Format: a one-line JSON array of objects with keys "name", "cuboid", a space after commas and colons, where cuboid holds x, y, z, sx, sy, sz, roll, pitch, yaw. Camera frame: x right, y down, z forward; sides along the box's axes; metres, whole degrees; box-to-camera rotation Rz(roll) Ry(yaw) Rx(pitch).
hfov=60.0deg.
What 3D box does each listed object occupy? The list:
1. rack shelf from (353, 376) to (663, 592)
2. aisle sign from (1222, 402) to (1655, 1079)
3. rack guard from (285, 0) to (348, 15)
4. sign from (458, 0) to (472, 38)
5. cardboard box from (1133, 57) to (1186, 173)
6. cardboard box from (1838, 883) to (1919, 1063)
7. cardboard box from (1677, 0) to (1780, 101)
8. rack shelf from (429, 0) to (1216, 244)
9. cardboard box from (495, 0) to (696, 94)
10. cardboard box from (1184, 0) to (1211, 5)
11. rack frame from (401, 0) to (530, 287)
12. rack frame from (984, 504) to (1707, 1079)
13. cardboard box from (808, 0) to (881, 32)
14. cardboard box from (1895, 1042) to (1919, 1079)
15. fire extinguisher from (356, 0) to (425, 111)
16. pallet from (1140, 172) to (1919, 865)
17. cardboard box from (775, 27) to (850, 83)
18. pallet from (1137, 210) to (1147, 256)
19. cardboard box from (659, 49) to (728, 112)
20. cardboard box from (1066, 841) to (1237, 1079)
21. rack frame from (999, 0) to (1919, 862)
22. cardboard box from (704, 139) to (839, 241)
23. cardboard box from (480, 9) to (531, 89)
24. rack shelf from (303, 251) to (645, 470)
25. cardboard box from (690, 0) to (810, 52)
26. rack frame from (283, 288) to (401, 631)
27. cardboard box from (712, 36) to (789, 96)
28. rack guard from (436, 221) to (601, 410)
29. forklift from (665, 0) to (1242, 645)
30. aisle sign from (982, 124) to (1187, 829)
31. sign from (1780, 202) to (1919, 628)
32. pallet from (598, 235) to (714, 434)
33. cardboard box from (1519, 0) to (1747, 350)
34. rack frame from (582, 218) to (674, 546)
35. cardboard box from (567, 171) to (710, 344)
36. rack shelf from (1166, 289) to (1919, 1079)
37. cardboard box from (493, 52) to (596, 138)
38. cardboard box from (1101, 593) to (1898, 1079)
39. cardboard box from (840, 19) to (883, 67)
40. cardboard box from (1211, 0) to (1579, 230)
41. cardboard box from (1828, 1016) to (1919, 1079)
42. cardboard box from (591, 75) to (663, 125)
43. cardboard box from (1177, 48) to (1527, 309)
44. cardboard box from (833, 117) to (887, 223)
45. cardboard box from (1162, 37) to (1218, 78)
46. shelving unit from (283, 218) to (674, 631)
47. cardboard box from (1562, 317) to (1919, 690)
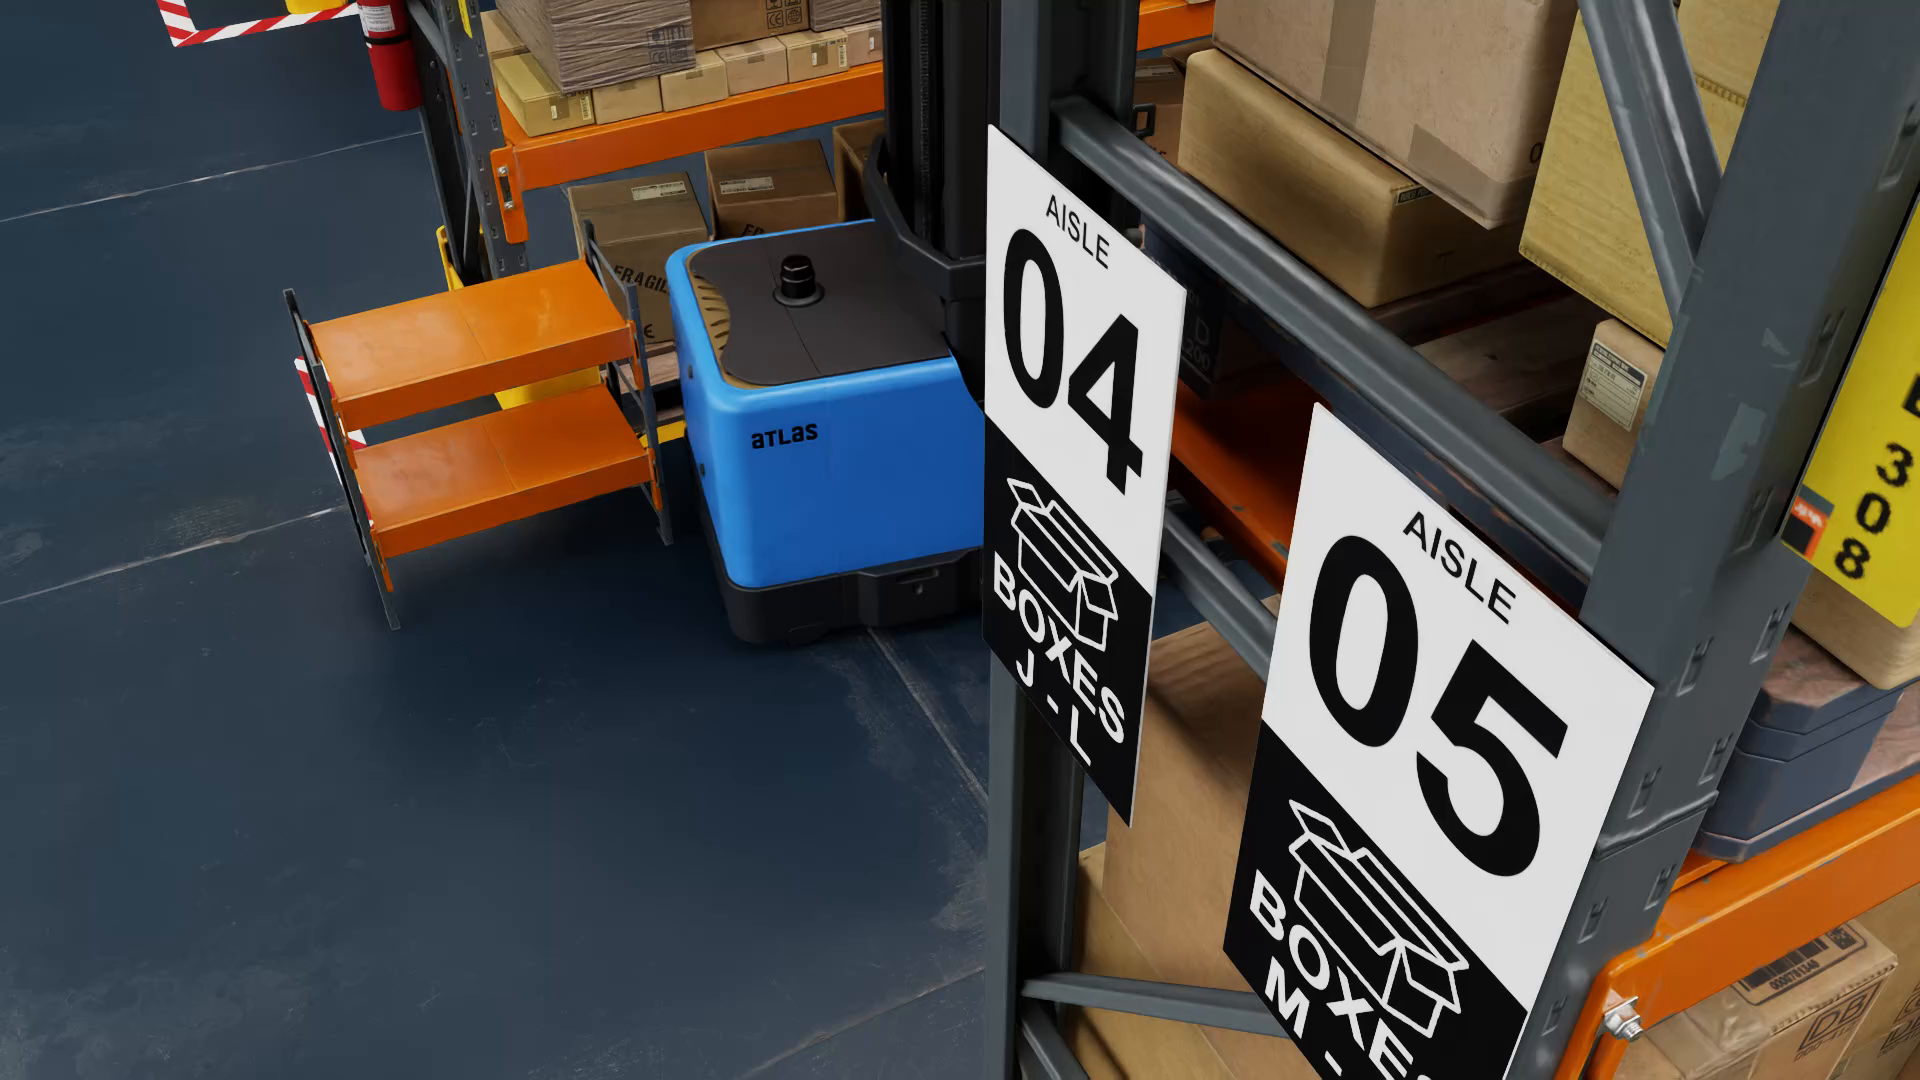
[{"name": "rack shelf", "cuboid": [-1.653, -0.219, 6.016, 1.000, 0.278, 0.538, -18, 44, -20]}, {"name": "aisle sign", "cuboid": [0.401, 0.294, 1.569, 0.004, 0.787, 0.394, -19, 44, -21]}, {"name": "rack guard", "cuboid": [-4.118, -3.713, 10.250, 0.348, 0.500, 1.175, -19, 44, -21]}, {"name": "sign", "cuboid": [-1.625, -1.799, 5.384, 0.005, 0.325, 0.100, -19, 44, -21]}, {"name": "cardboard box", "cuboid": [0.794, -1.908, 7.792, 0.500, 0.500, 0.500, -6, 41, -7]}, {"name": "cardboard box", "cuboid": [1.118, 0.318, 2.601, 0.550, 0.550, 0.875, -19, 44, -21]}, {"name": "cardboard box", "cuboid": [0.769, -0.376, 1.226, 0.250, 0.149, 0.380, -18, 43, -20]}, {"name": "rack shelf", "cuboid": [-0.102, -2.102, 6.968, 4.000, 0.370, 1.077, -19, 44, -21]}, {"name": "cardboard box", "cuboid": [-1.376, -2.080, 6.077, 0.500, 0.500, 0.875, -19, 44, -21]}, {"name": "cardboard box", "cuboid": [0.971, -2.397, 6.954, 0.250, 0.149, 0.380, -19, 44, -21]}, {"name": "rack frame", "cuboid": [-1.876, -1.779, 6.030, 0.127, 3.000, 1.000, -19, 44, -21]}, {"name": "rack frame", "cuboid": [0.326, 1.093, 2.637, 0.127, 3.000, 1.000, -19, 44, -21]}, {"name": "cardboard box", "cuboid": [-0.524, -2.422, 6.482, 0.500, 0.500, 0.875, -19, 44, -21]}, {"name": "cardboard box", "cuboid": [1.666, 0.627, 3.071, 0.550, 0.550, 0.875, -19, 44, -21]}, {"name": "fire extinguisher", "cuboid": [-2.190, -1.980, 6.327, 0.183, 0.674, 0.296, -19, 44, -21]}, {"name": "pallet", "cuboid": [0.979, -0.246, 1.965, 1.213, 0.211, 1.003, -19, 44, -21]}, {"name": "cardboard box", "cuboid": [-0.617, -1.919, 6.389, 0.250, 0.149, 0.380, -19, 44, -21]}, {"name": "pallet", "cuboid": [1.092, -1.688, 8.081, 1.213, 0.211, 1.003, -19, 44, -21]}, {"name": "cardboard box", "cuboid": [-1.054, -1.762, 6.204, 0.250, 0.149, 0.380, -19, 44, -21]}, {"name": "cardboard box", "cuboid": [0.634, 0.899, 2.750, 0.550, 0.550, 0.875, -19, 44, -21]}, {"name": "rack frame", "cuboid": [0.326, -1.197, 0.699, 0.127, 3.000, 1.000, -19, 44, -21]}, {"name": "cardboard box", "cuboid": [-0.800, -1.360, 7.145, 0.500, 0.500, 0.500, -8, 41, -9]}, {"name": "cardboard box", "cuboid": [-1.719, -1.887, 6.352, 0.250, 0.149, 0.380, -19, 44, -21]}, {"name": "rack shelf", "cuboid": [-1.653, -0.629, 5.669, 1.000, 0.278, 0.538, -18, 44, -20]}, {"name": "cardboard box", "cuboid": [-0.987, -2.297, 6.335, 0.500, 0.500, 0.875, -19, 44, -21]}, {"name": "rack frame", "cuboid": [-2.104, -0.255, 5.680, 0.032, 1.125, 0.500, -18, 44, -20]}, {"name": "cardboard box", "cuboid": [-0.842, -1.848, 6.306, 0.250, 0.149, 0.380, -19, 44, -21]}, {"name": "rack guard", "cuboid": [-1.809, -0.848, 6.865, 0.348, 0.500, 1.175, -19, 44, -21]}, {"name": "forklift", "cuboid": [0.536, -1.296, 5.512, 3.031, 2.935, 1.130, -11, 41, -13]}, {"name": "aisle sign", "cuboid": [0.124, -0.050, 1.975, 0.004, 0.787, 0.394, -19, 44, -21]}, {"name": "sign", "cuboid": [0.577, -0.096, 0.982, 0.005, 0.325, 0.100, -19, 44, -21]}, {"name": "pallet", "cuboid": [-1.072, -0.960, 7.221, 1.213, 0.211, 1.003, -19, 44, -21]}, {"name": "cardboard box", "cuboid": [0.872, -0.304, 1.449, 0.500, 0.250, 0.500, -19, 44, -21]}, {"name": "rack frame", "cuboid": [-1.201, -0.556, 6.036, 0.032, 1.125, 0.500, -18, 44, -20]}, {"name": "cardboard box", "cuboid": [-1.314, -1.162, 6.911, 0.500, 0.500, 0.500, -11, 41, -13]}, {"name": "rack shelf", "cuboid": [2.099, -0.374, 2.606, 4.000, 0.370, 1.077, -19, 44, -21]}, {"name": "cardboard box", "cuboid": [-1.513, -1.632, 6.051, 0.250, 0.149, 0.380, -19, 44, -21]}, {"name": "cardboard box", "cuboid": [0.672, 0.535, 2.344, 0.550, 0.550, 0.875, -19, 44, -21]}, {"name": "cardboard box", "cuboid": [-0.408, -2.009, 6.496, 0.250, 0.149, 0.380, -19, 44, -21]}, {"name": "cardboard box", "cuboid": [0.631, -0.613, 1.814, 0.500, 0.250, 0.500, -18, 43, -20]}, {"name": "cardboard box", "cuboid": [1.111, 0.722, 2.959, 0.550, 0.550, 0.875, -19, 44, -21]}, {"name": "cardboard box", "cuboid": [-1.283, -1.696, 6.126, 0.250, 0.149, 0.380, -19, 44, -21]}, {"name": "cardboard box", "cuboid": [0.464, -0.448, 1.928, 0.250, 0.149, 0.380, -19, 44, -21]}, {"name": "cardboard box", "cuboid": [-0.236, -1.536, 7.353, 0.500, 0.500, 0.500, -15, 42, -17]}, {"name": "cardboard box", "cuboid": [1.298, -2.083, 7.999, 0.500, 0.500, 0.500, -20, 44, -22]}, {"name": "shelving unit", "cuboid": [-1.653, -0.405, 5.858, 1.048, 1.125, 0.538, -18, 44, -20]}, {"name": "cardboard box", "cuboid": [0.778, -0.073, 1.485, 0.250, 0.149, 0.380, -18, 44, -20]}]
